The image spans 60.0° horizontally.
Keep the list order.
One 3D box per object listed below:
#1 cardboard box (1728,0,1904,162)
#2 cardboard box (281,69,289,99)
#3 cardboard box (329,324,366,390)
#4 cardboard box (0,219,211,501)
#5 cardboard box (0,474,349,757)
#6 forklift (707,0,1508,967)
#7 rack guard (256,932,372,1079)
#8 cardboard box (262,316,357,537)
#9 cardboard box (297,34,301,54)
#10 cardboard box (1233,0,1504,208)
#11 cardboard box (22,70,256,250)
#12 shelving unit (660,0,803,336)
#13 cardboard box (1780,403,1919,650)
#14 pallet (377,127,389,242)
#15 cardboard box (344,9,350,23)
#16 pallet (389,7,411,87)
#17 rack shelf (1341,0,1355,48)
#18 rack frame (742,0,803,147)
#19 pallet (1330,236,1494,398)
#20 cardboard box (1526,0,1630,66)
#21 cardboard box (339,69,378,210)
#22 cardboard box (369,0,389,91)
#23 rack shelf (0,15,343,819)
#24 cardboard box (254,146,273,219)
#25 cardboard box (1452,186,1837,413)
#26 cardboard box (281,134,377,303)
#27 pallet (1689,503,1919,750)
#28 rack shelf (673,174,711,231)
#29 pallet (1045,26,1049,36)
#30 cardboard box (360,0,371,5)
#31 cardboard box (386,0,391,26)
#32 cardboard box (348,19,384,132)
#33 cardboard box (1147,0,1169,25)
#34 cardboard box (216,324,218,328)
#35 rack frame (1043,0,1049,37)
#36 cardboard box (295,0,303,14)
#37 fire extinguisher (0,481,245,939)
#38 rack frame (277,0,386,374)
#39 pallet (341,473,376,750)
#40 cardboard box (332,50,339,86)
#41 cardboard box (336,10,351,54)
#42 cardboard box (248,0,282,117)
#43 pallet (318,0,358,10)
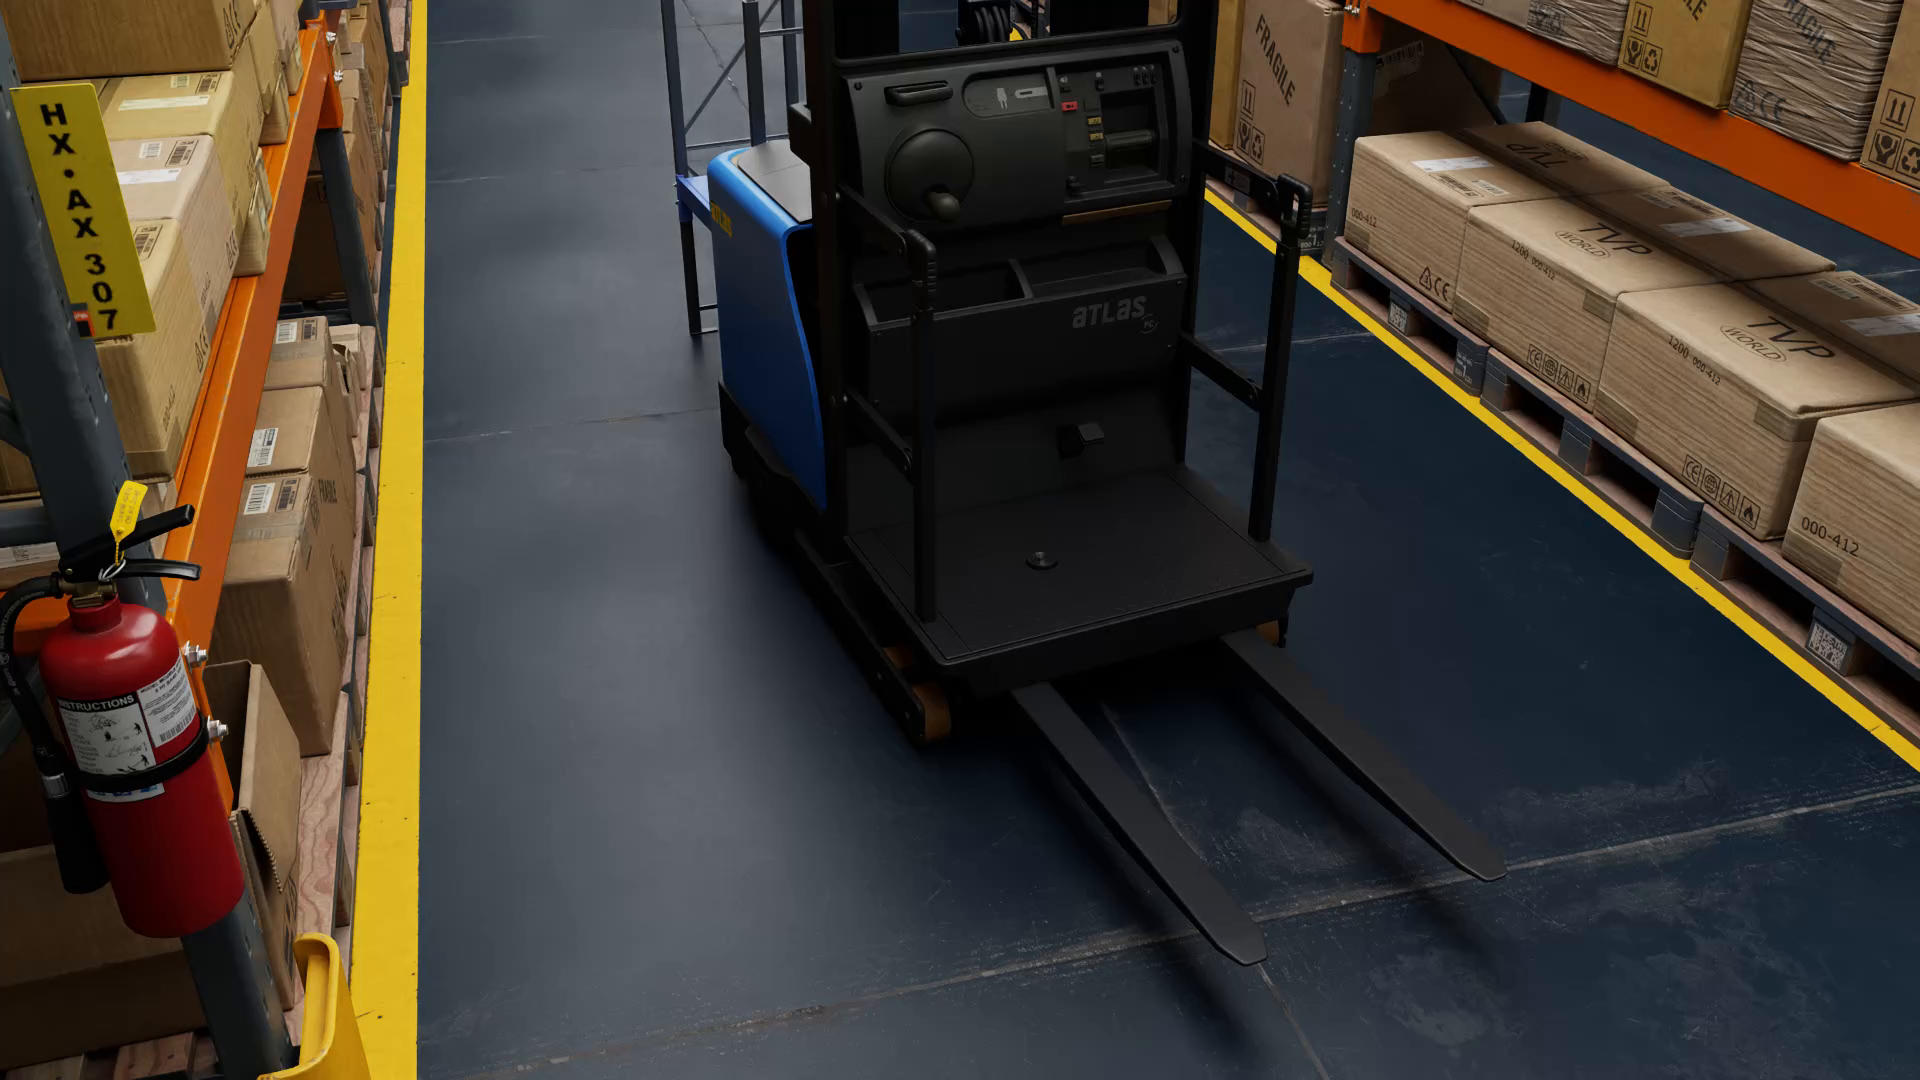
[{"bbox_3d":[2.507,-1.357,4.501,0.500,0.500,0.500,-7,31,-12],"label":"cardboard box"},{"bbox_3d":[-2.137,-1.290,4.735,0.380,0.149,0.250,-7,31,-12],"label":"cardboard box"},{"bbox_3d":[-2.260,-0.613,5.741,0.380,0.149,0.250,-9,31,-15],"label":"cardboard box"},{"bbox_3d":[-1.490,-0.282,2.595,0.500,0.250,0.500,-8,31,-13],"label":"cardboard box"},{"bbox_3d":[-1.890,0.211,3.967,0.700,0.500,0.500,-7,31,-11],"label":"cardboard box"},{"bbox_3d":[0.255,-0.983,4.022,1.130,2.935,3.031,-13,32,-21],"label":"forklift"},{"bbox_3d":[-1.650,1.082,2.881,1.175,0.500,0.348,-8,31,-13],"label":"rack guard"},{"bbox_3d":[-2.165,-0.290,4.833,0.700,0.500,0.500,-9,31,-15],"label":"cardboard box"},{"bbox_3d":[-2.273,-1.543,5.172,0.380,0.149,0.250,-7,31,-12],"label":"cardboard box"},{"bbox_3d":[1.852,-2.108,7.599,0.875,0.875,0.875,-7,31,-12],"label":"cardboard box"},{"bbox_3d":[-1.762,-0.770,3.438,0.500,0.250,0.500,-8,31,-14],"label":"cardboard box"},{"bbox_3d":[-0.646,-1.293,5.986,0.538,1.500,1.048,-13,32,-21],"label":"shelving unit"},{"bbox_3d":[2.883,-0.003,4.399,0.875,0.438,0.875,-9,31,-15],"label":"cardboard box"},{"bbox_3d":[-3.271,-1.666,7.918,1.003,0.211,1.213,-8,31,-13],"label":"pallet"},{"bbox_3d":[-3.222,-2.608,8.190,0.380,0.149,0.250,-7,31,-12],"label":"cardboard box"},{"bbox_3d":[-3.934,-3.023,10.261,1.003,0.211,1.213,-8,31,-13],"label":"pallet"},{"bbox_3d":[1.563,-3.211,8.522,1.077,0.370,4.000,-8,31,-13],"label":"rack shelf"},{"bbox_3d":[-0.439,-1.060,5.585,0.500,1.500,0.032,-13,32,-21],"label":"rack frame"},{"bbox_3d":[2.220,-0.972,6.719,1.003,0.211,1.213,-8,31,-13],"label":"pallet"},{"bbox_3d":[2.221,-1.854,5.359,0.500,0.500,0.500,-8,31,-13],"label":"cardboard box"},{"bbox_3d":[-2.882,-1.756,7.365,0.500,0.500,0.500,-9,31,-15],"label":"cardboard box"},{"bbox_3d":[-3.433,-2.751,9.085,0.500,0.500,0.500,-7,31,-12],"label":"cardboard box"},{"bbox_3d":[-2.160,-0.617,4.041,1.077,0.370,4.000,-8,31,-13],"label":"rack shelf"},{"bbox_3d":[-1.836,-0.803,3.893,0.380,0.149,0.250,-7,31,-12],"label":"cardboard box"},{"bbox_3d":[2.395,-0.880,5.914,0.875,0.438,0.875,-9,31,-15],"label":"cardboard box"},{"bbox_3d":[-2.603,-1.258,6.506,0.500,0.500,0.500,-7,31,-11],"label":"cardboard box"},{"bbox_3d":[2.867,0.206,4.683,1.003,0.211,1.213,-8,31,-13],"label":"pallet"},{"bbox_3d":[-0.646,-1.137,6.076,0.538,0.185,1.000,-13,32,-21],"label":"rack shelf"},{"bbox_3d":[1.168,-2.891,10.034,1.003,0.211,1.213,-8,31,-13],"label":"pallet"},{"bbox_3d":[-3.275,-2.875,8.651,0.380,0.149,0.250,-9,31,-16],"label":"cardboard box"},{"bbox_3d":[-3.905,-3.284,9.880,0.875,0.625,0.625,-7,31,-12],"label":"cardboard box"},{"bbox_3d":[-3.169,-2.255,8.228,0.500,0.500,0.500,-7,31,-11],"label":"cardboard box"},{"bbox_3d":[1.368,-2.975,9.097,0.875,0.875,0.875,-7,31,-13],"label":"cardboard box"},{"bbox_3d":[-1.676,-0.419,3.230,0.380,0.149,0.250,-7,31,-12],"label":"cardboard box"},{"bbox_3d":[1.032,-4.489,10.010,1.000,3.000,0.127,-8,31,-13],"label":"rack frame"},{"bbox_3d":[-2.321,-1.745,5.123,0.500,0.250,0.500,-7,31,-12],"label":"cardboard box"},{"bbox_3d":[-1.145,0.242,2.288,0.296,0.674,0.183,-8,31,-13],"label":"fire extinguisher"},{"bbox_3d":[-2.691,-1.895,5.529,1.000,3.000,0.127,-8,31,-13],"label":"rack frame"},{"bbox_3d":[-2.182,0.234,4.635,1.003,0.211,1.213,-8,31,-13],"label":"pallet"},{"bbox_3d":[-2.873,-1.986,7.116,0.380,0.149,0.250,-8,31,-13],"label":"cardboard box"},{"bbox_3d":[-3.053,-2.358,7.759,0.380,0.149,0.250,-9,31,-16],"label":"cardboard box"},{"bbox_3d":[-2.054,-1.262,4.290,0.500,0.250,0.500,-8,31,-14],"label":"cardboard box"},{"bbox_3d":[-2.798,-2.212,6.269,1.003,0.211,1.213,-8,31,-13],"label":"pallet"}]
